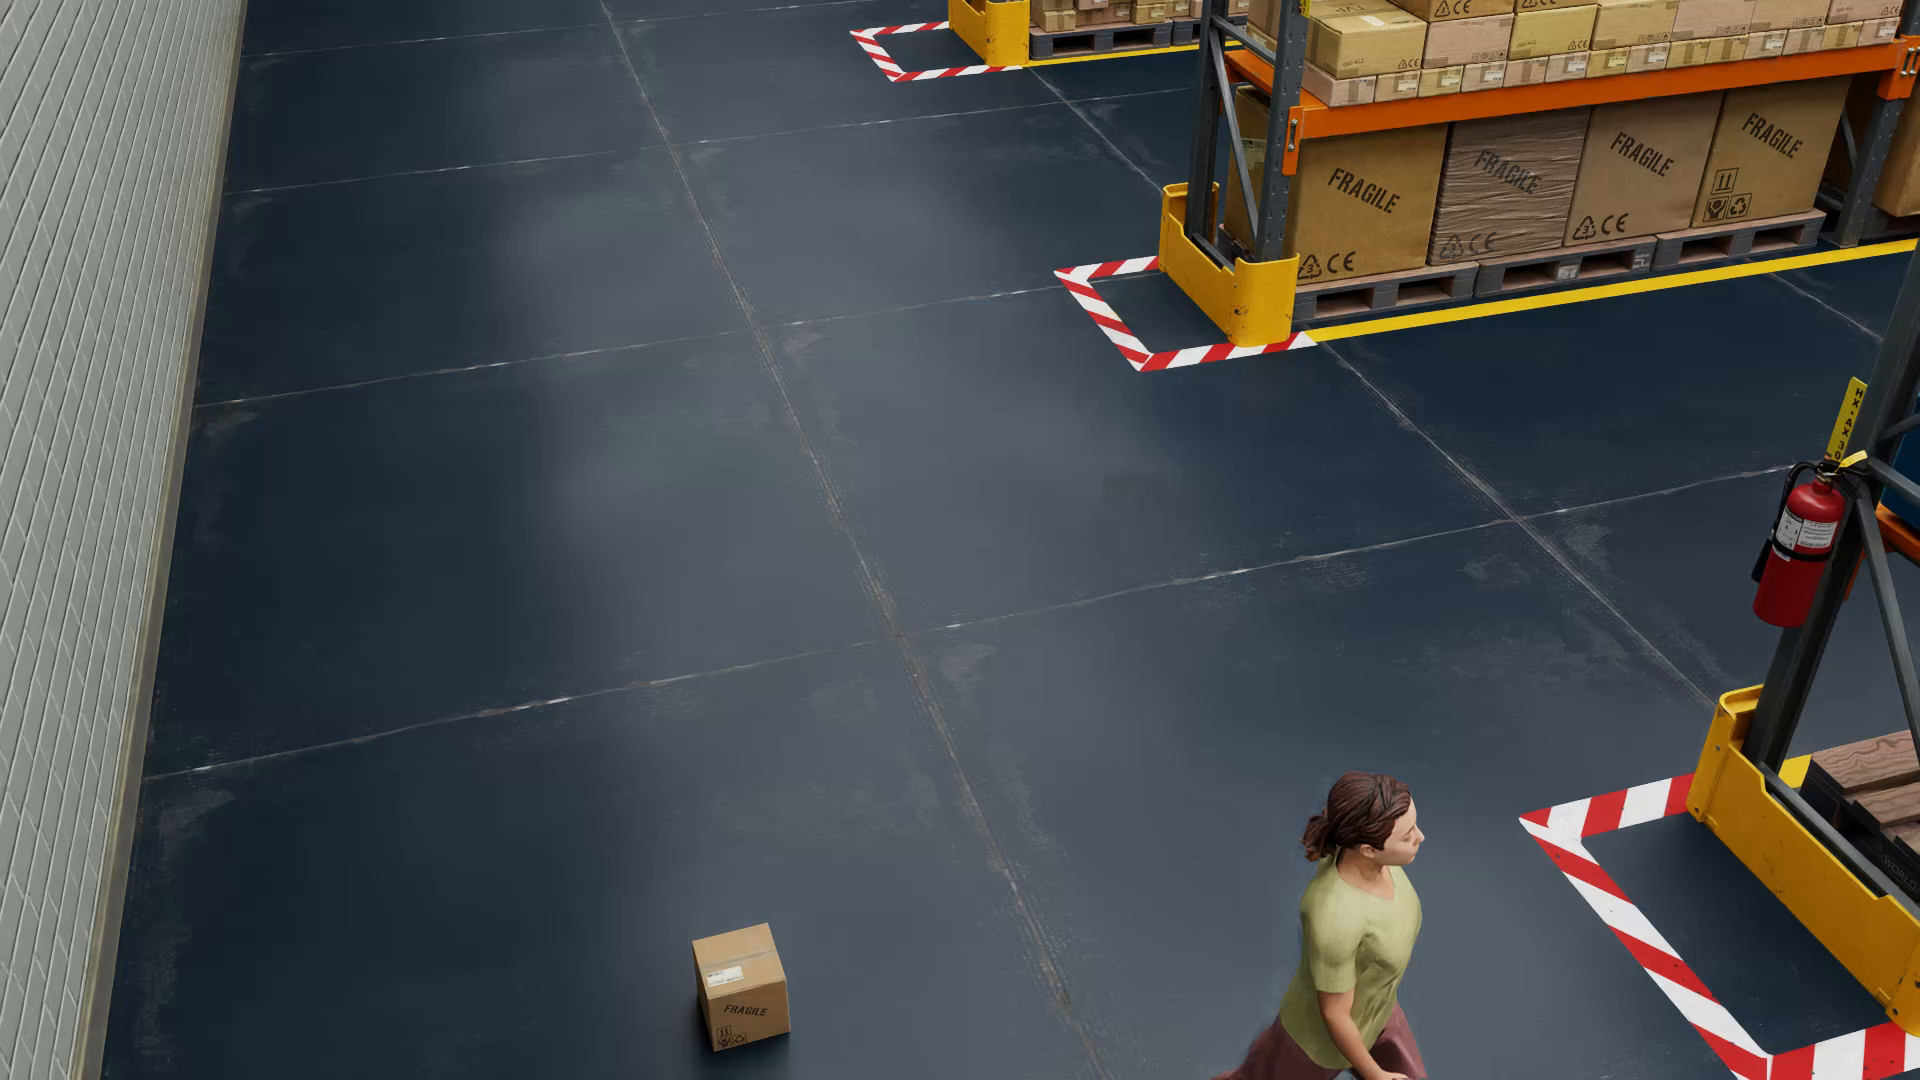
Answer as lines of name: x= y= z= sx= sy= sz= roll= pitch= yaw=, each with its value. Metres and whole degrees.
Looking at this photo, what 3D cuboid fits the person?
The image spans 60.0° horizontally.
person: x=1.043 y=1.250 z=4.268 sx=1.027 sy=1.605 sz=0.458 roll=18 pitch=38 yaw=25
